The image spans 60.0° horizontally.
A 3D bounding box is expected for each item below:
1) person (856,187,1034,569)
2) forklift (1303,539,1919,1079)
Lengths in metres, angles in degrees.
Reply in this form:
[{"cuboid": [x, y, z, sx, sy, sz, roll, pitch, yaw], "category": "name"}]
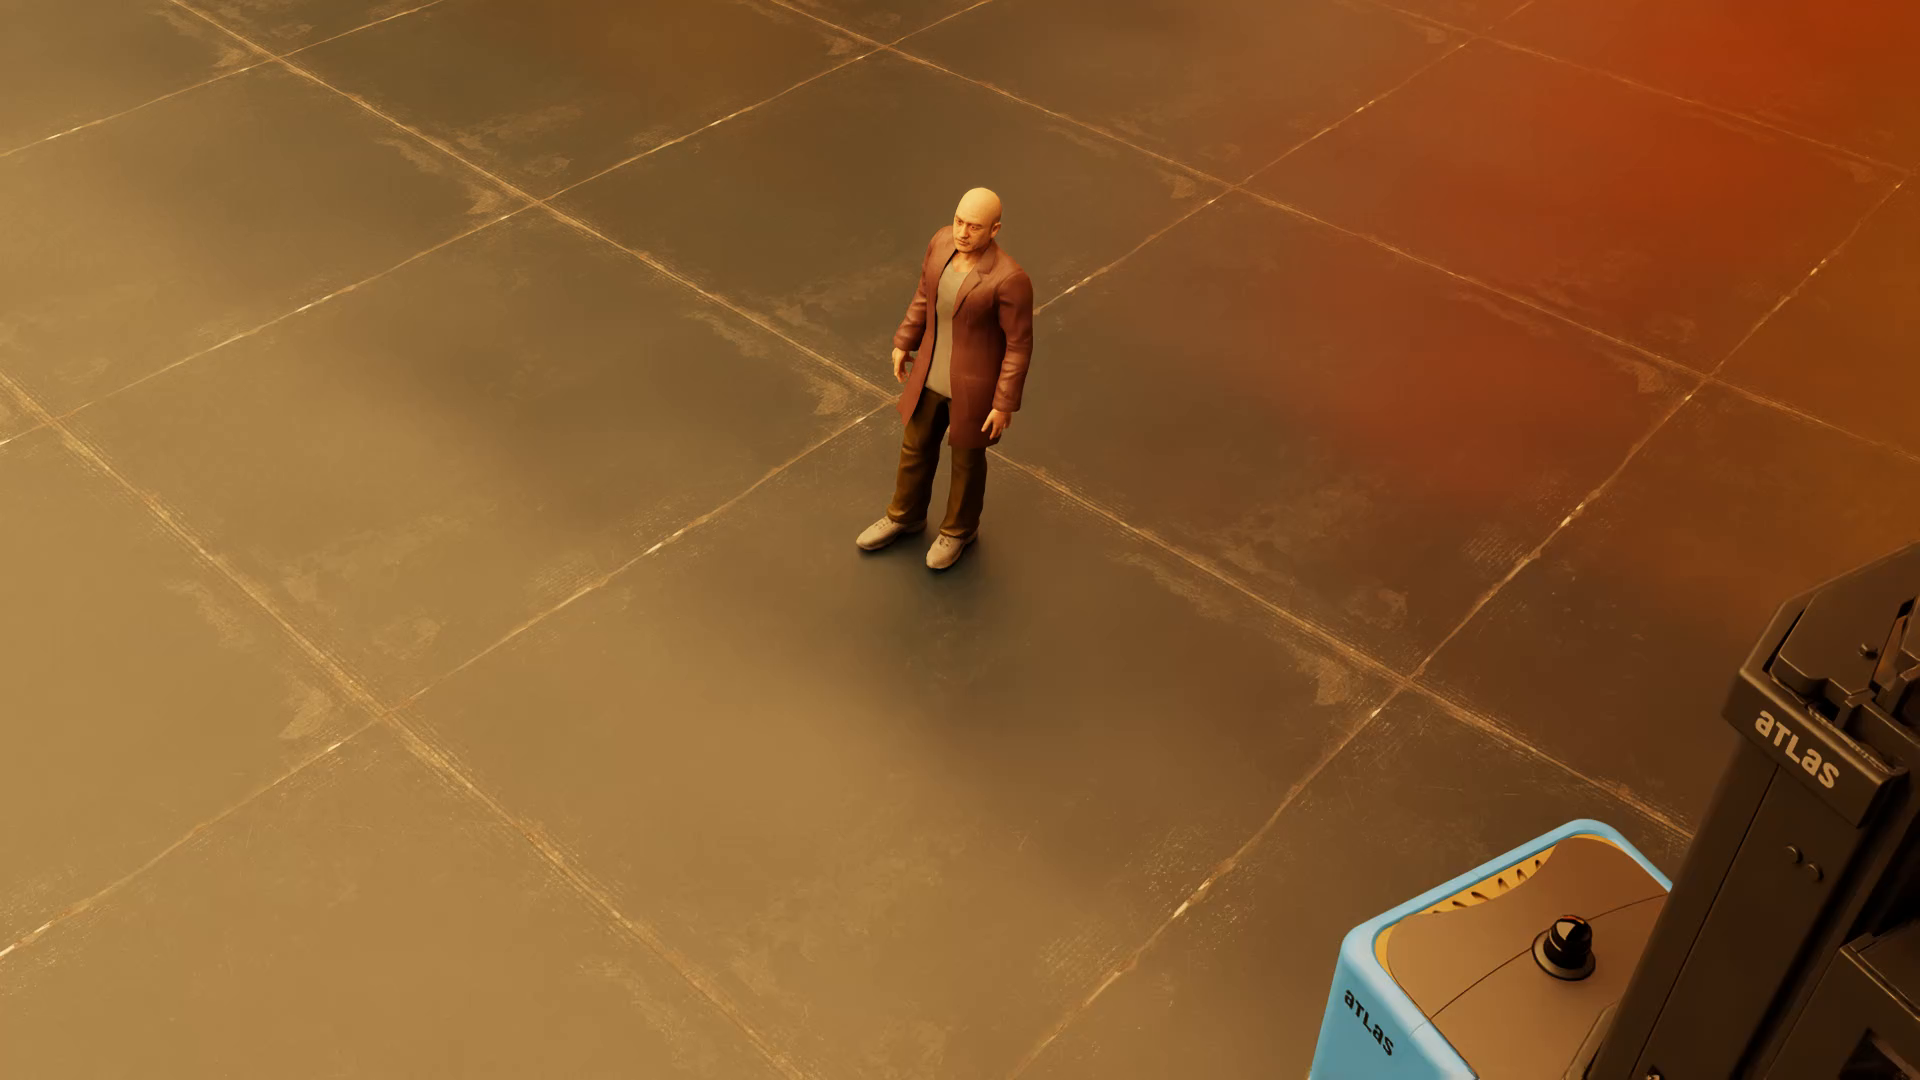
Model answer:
[{"cuboid": [-0.065, -0.635, 7.048, 0.698, 1.771, 0.579, 31, 49, 31], "category": "person"}, {"cuboid": [2.207, 1.525, 3.650, 1.130, 2.935, 3.031, -19, 44, -21], "category": "forklift"}]
